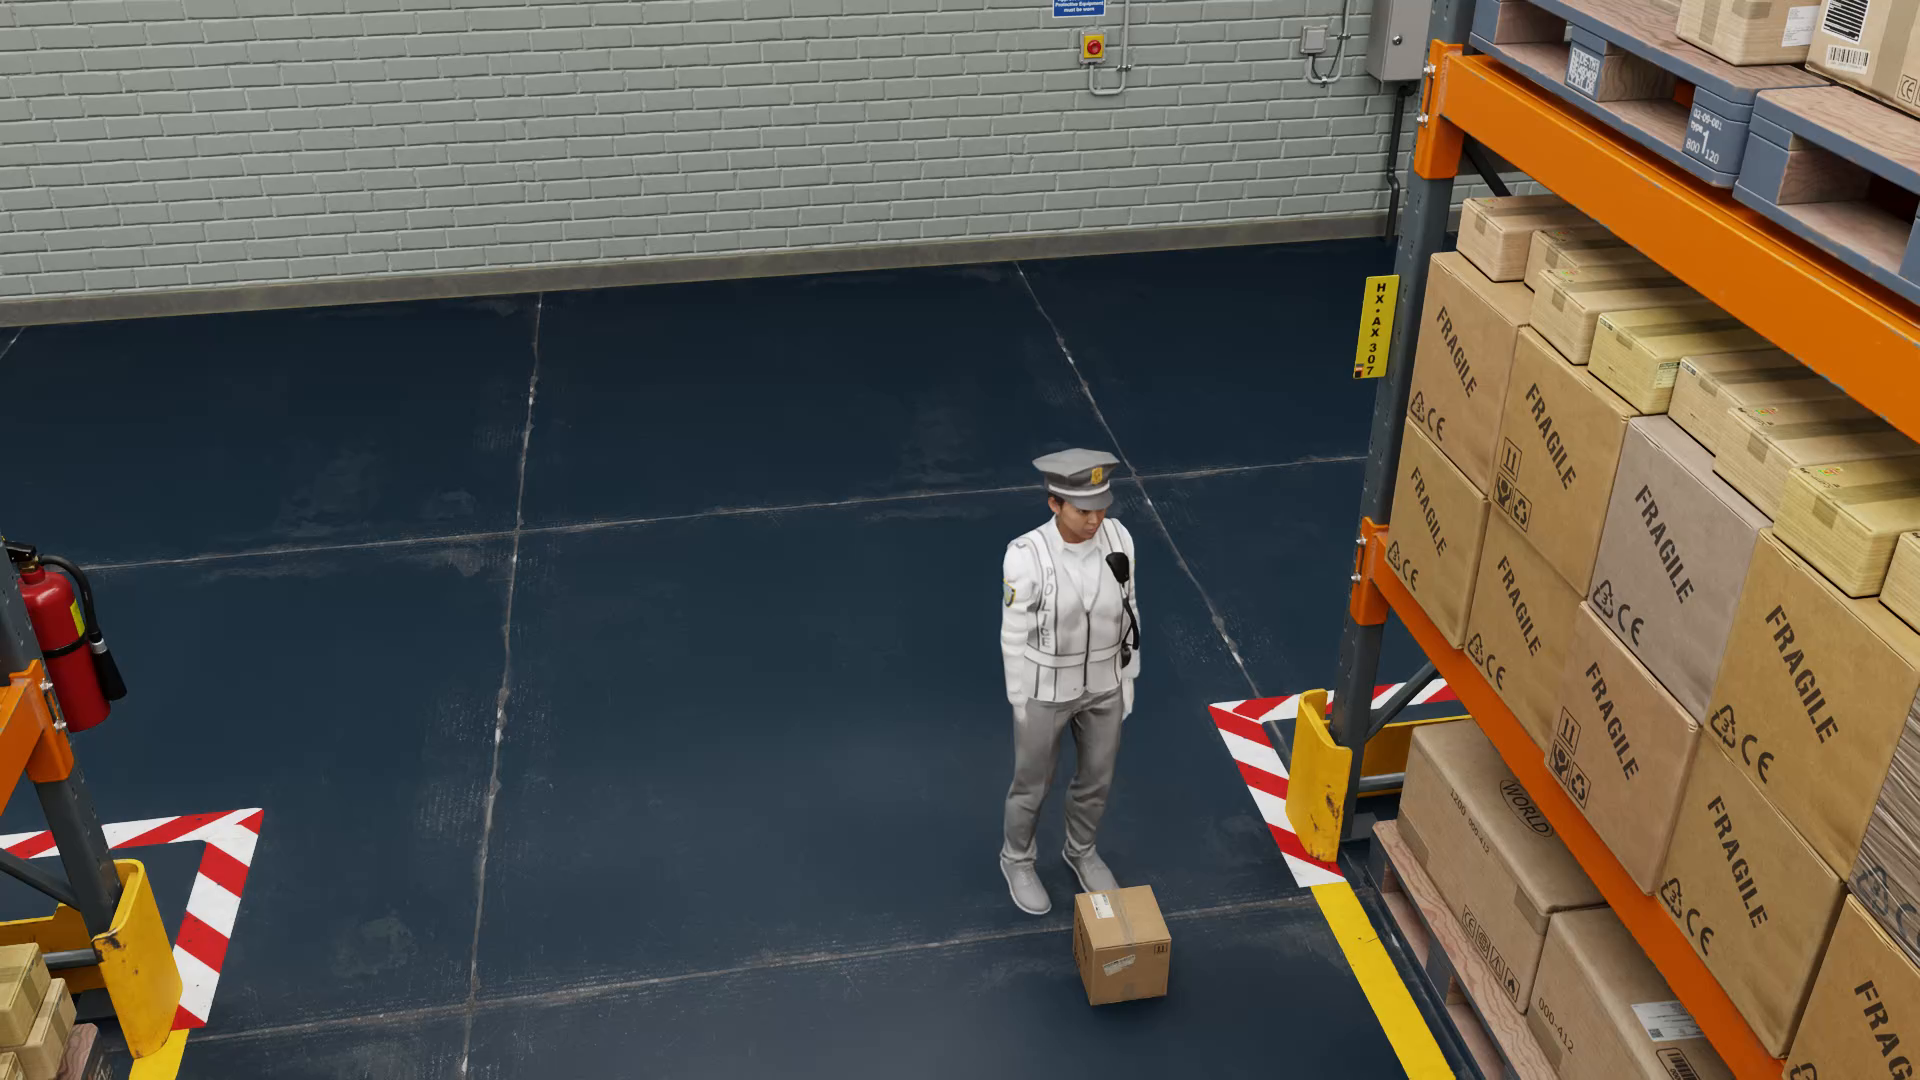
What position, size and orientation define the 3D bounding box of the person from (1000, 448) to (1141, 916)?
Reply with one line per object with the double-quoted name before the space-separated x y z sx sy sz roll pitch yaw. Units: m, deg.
"person" 0.362 0.475 5.340 0.467 1.687 0.337 -12 33 -19
